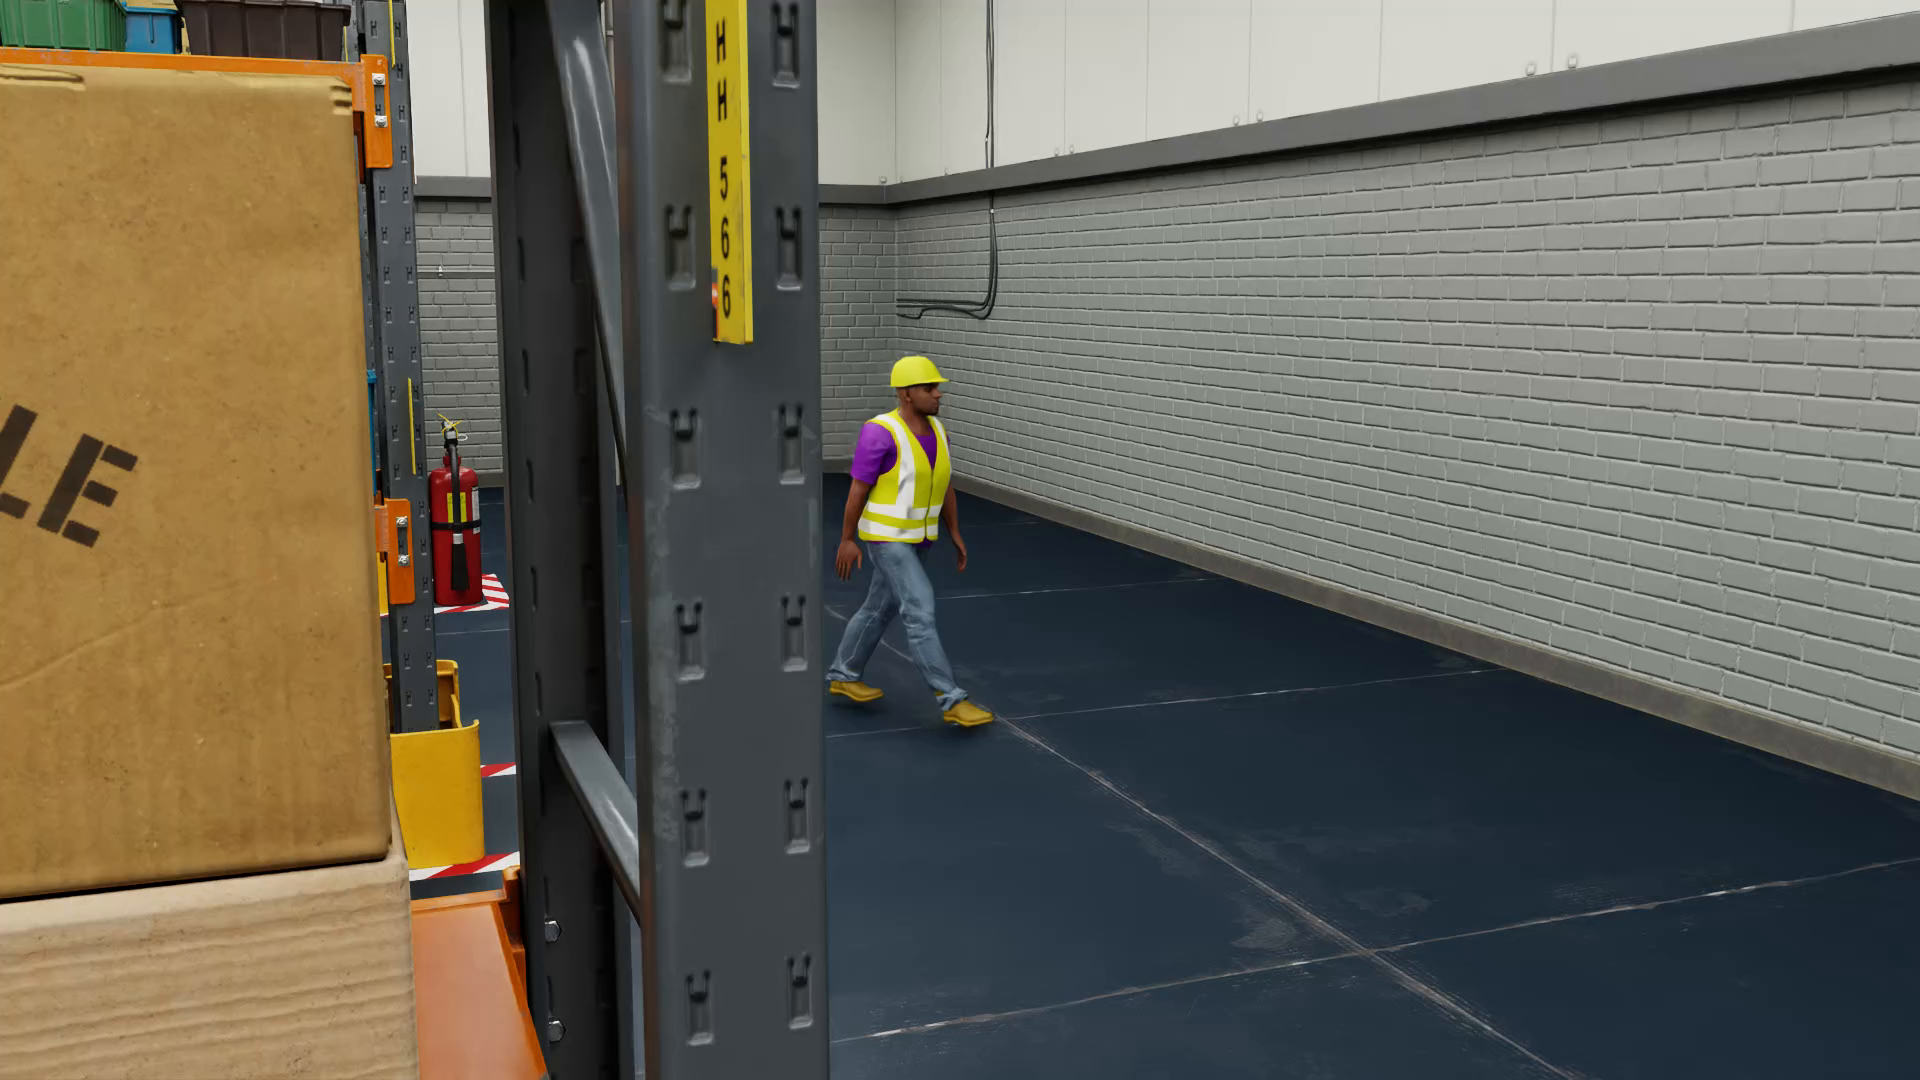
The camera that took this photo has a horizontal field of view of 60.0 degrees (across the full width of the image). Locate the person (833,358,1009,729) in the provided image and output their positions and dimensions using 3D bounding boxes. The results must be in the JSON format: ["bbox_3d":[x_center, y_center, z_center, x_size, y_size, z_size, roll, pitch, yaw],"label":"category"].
[{"bbox_3d":[-0.174,0.001,7.845,1.077,1.712,0.602,5,10,31],"label":"person"}]
